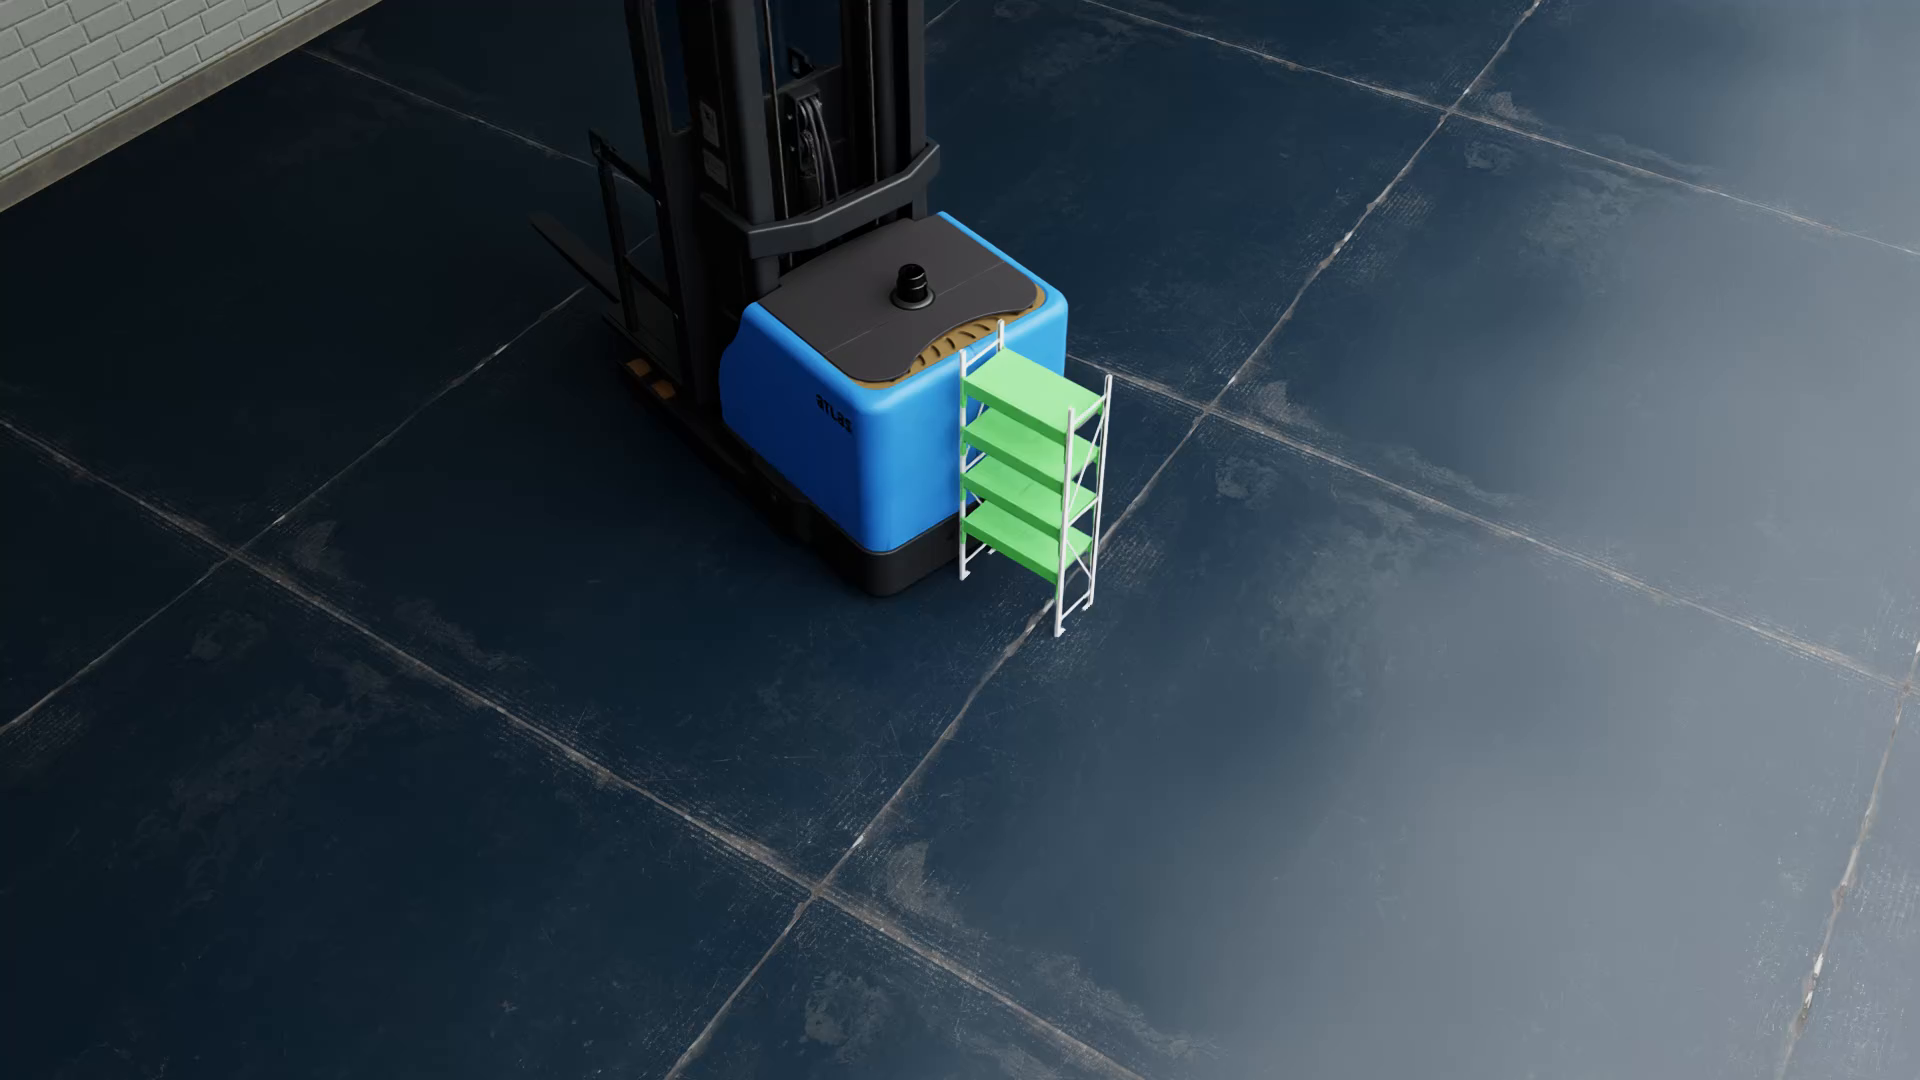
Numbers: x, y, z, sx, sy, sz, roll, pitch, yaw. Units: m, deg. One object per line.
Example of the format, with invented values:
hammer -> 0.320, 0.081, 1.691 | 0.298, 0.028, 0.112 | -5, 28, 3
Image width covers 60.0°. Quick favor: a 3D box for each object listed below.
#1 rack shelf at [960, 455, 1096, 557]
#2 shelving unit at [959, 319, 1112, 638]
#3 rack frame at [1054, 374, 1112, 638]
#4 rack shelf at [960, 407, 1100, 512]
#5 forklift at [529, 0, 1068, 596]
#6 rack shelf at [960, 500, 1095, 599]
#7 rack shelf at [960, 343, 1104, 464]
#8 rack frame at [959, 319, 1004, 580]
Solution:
rack shelf -> 0.267, -0.165, 6.385 | 0.480, 0.148, 0.258 | 31, 53, 26
shelving unit -> 0.267, -0.210, 6.339 | 0.503, 1.200, 0.258 | 31, 53, 26
rack frame -> 0.455, -0.098, 6.231 | 0.015, 1.200, 0.240 | 31, 53, 26
rack shelf -> 0.267, -0.332, 6.213 | 0.480, 0.148, 0.258 | 31, 53, 26
forklift -> -0.900, -1.788, 6.666 | 1.130, 2.935, 3.031 | -31, 53, -27
rack shelf -> 0.267, 0.002, 6.557 | 0.480, 0.148, 0.258 | 31, 53, 26
rack shelf -> 0.267, -0.500, 6.040 | 0.480, 0.148, 0.258 | 31, 53, 26
rack frame -> 0.079, -0.321, 6.447 | 0.015, 1.200, 0.240 | 31, 53, 26
